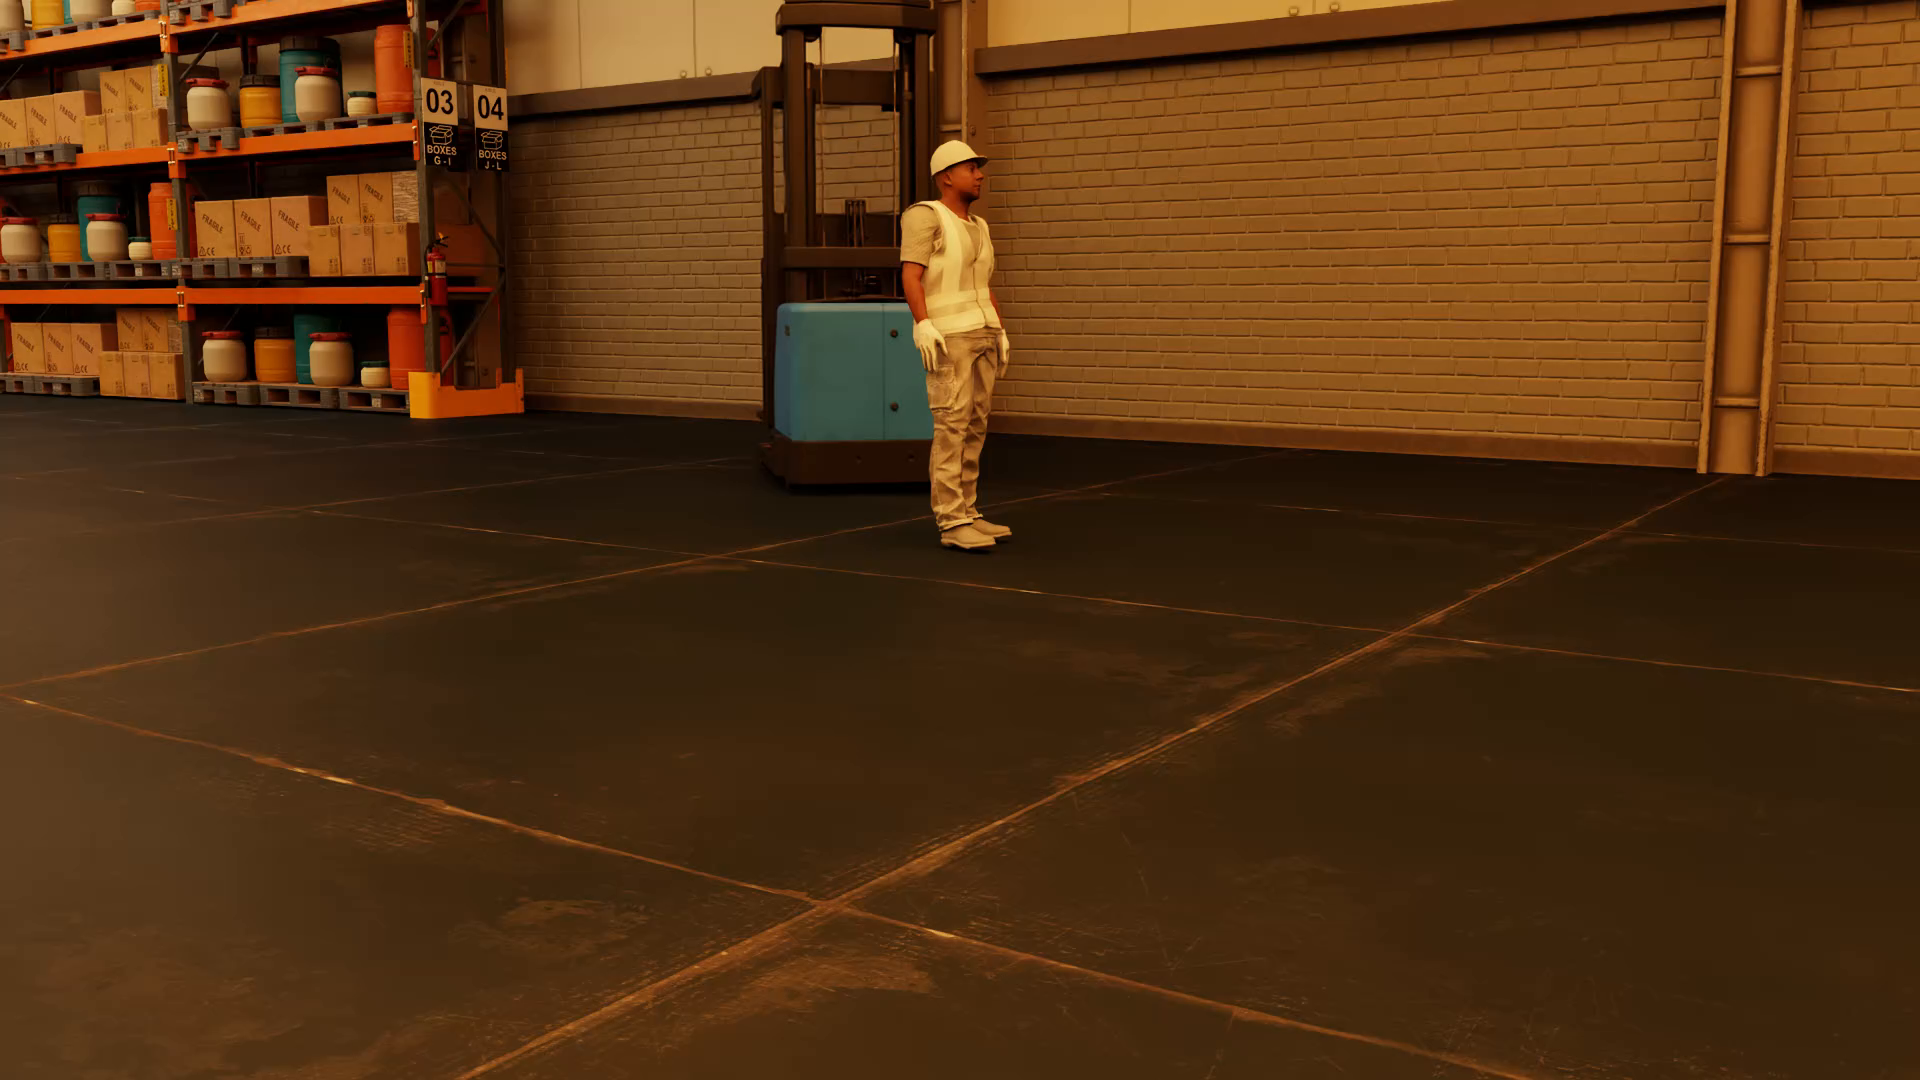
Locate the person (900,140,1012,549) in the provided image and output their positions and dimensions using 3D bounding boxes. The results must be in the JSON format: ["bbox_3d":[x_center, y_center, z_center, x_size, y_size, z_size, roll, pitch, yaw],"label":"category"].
[{"bbox_3d":[0.055,-0.883,7.430,0.575,1.785,0.657,5,10,34],"label":"person"}]

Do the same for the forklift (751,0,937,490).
[{"bbox_3d":[-0.734,-1.909,10.621,1.130,2.935,3.031,-2,8,-12],"label":"forklift"}]
